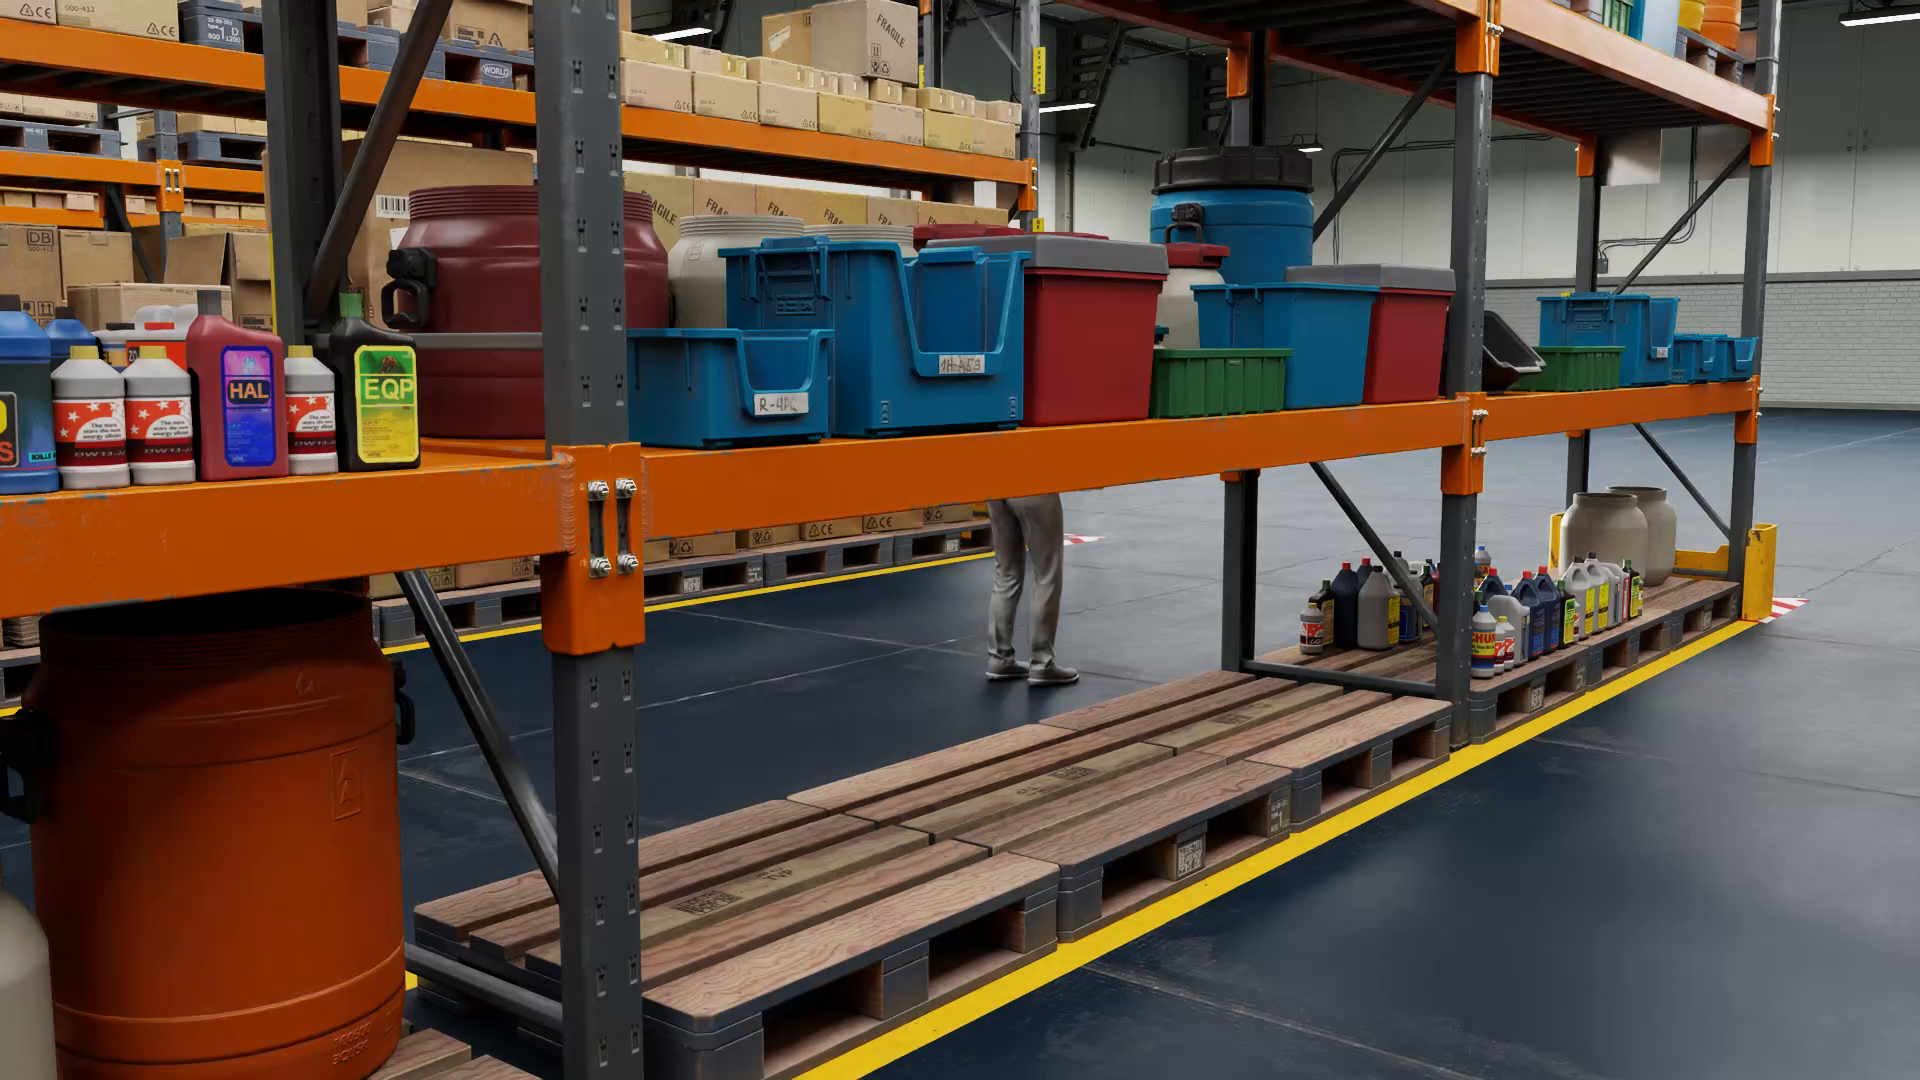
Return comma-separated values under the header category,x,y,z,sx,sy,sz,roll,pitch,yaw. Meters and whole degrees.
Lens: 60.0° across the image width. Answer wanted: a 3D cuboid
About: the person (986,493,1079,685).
category,x,y,z,sx,sy,sz,roll,pitch,yaw
person,0.340,-0.206,7.376,0.554,1.687,0.459,-6,9,-41
